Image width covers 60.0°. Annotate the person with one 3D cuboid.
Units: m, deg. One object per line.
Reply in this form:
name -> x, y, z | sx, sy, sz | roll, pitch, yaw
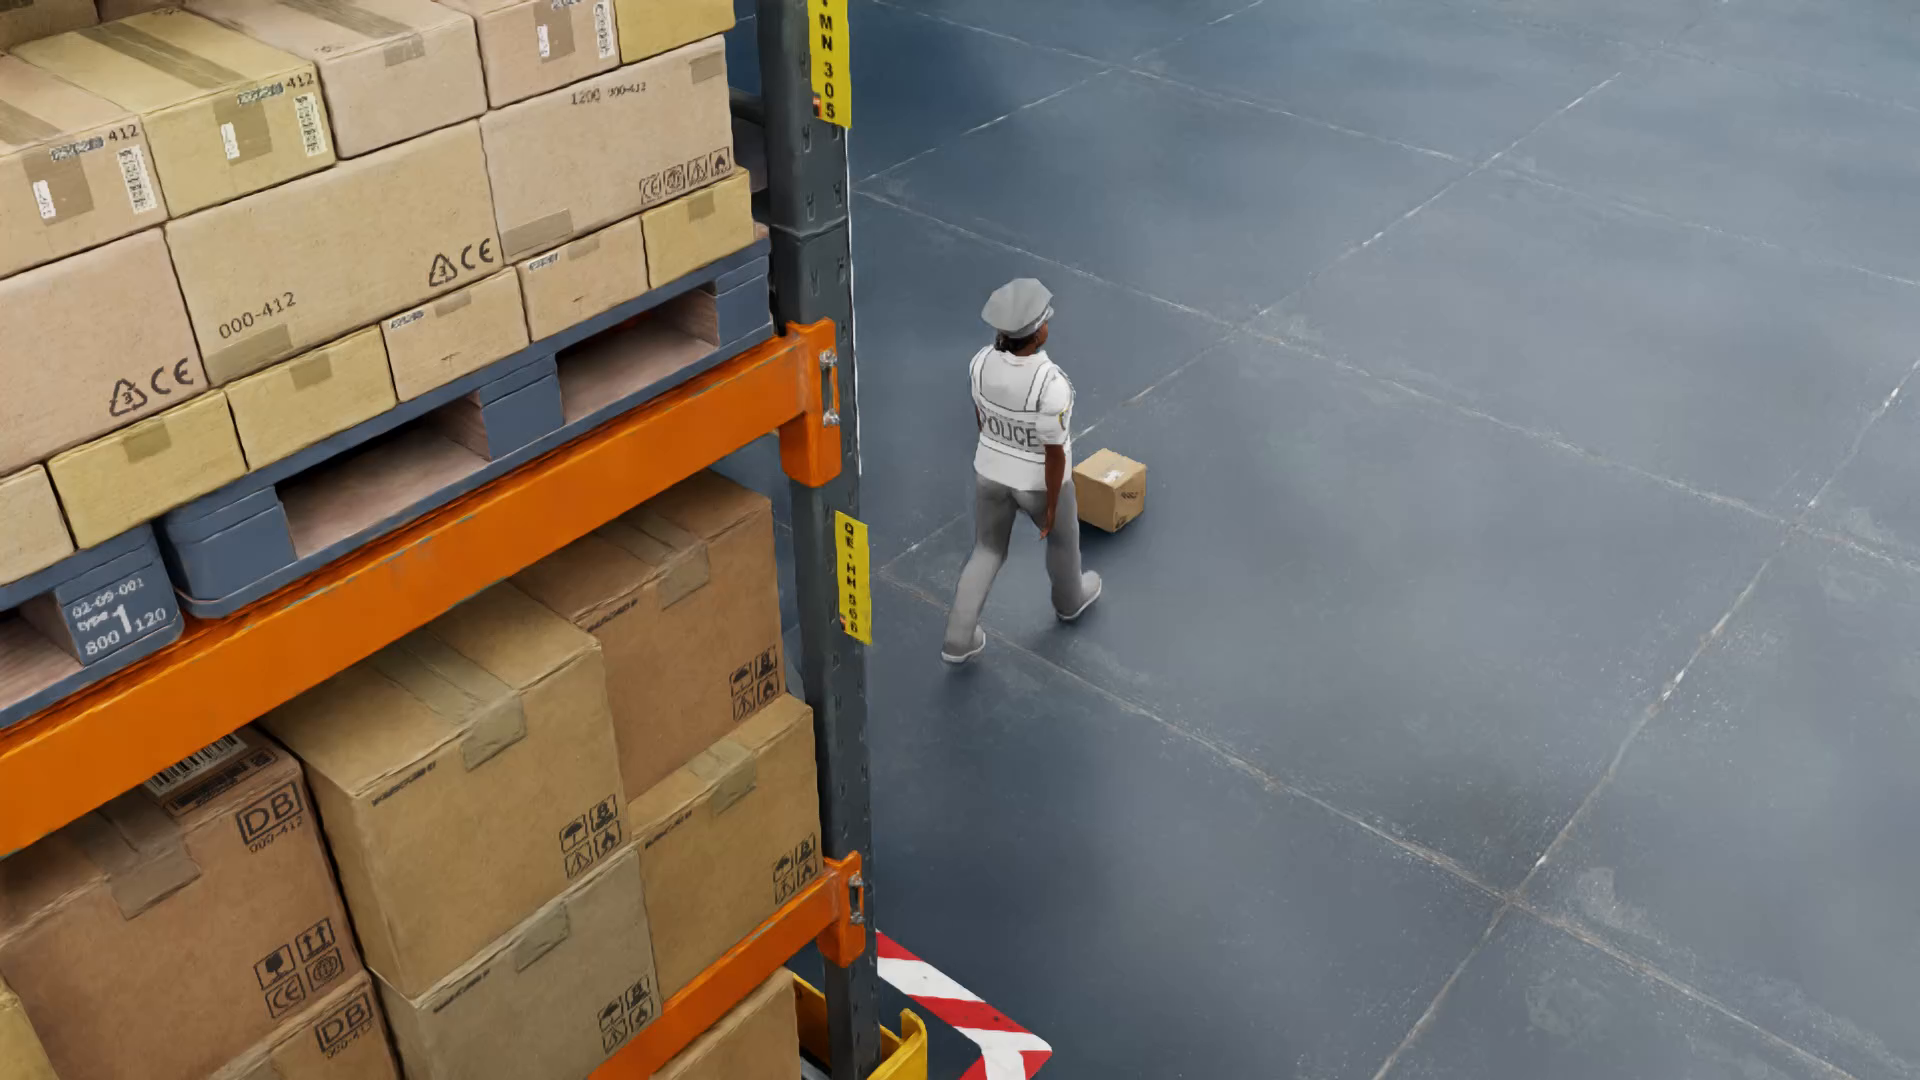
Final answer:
person -> 0.268, -0.291, 6.531 | 0.444, 1.649, 0.874 | 18, 39, 24
